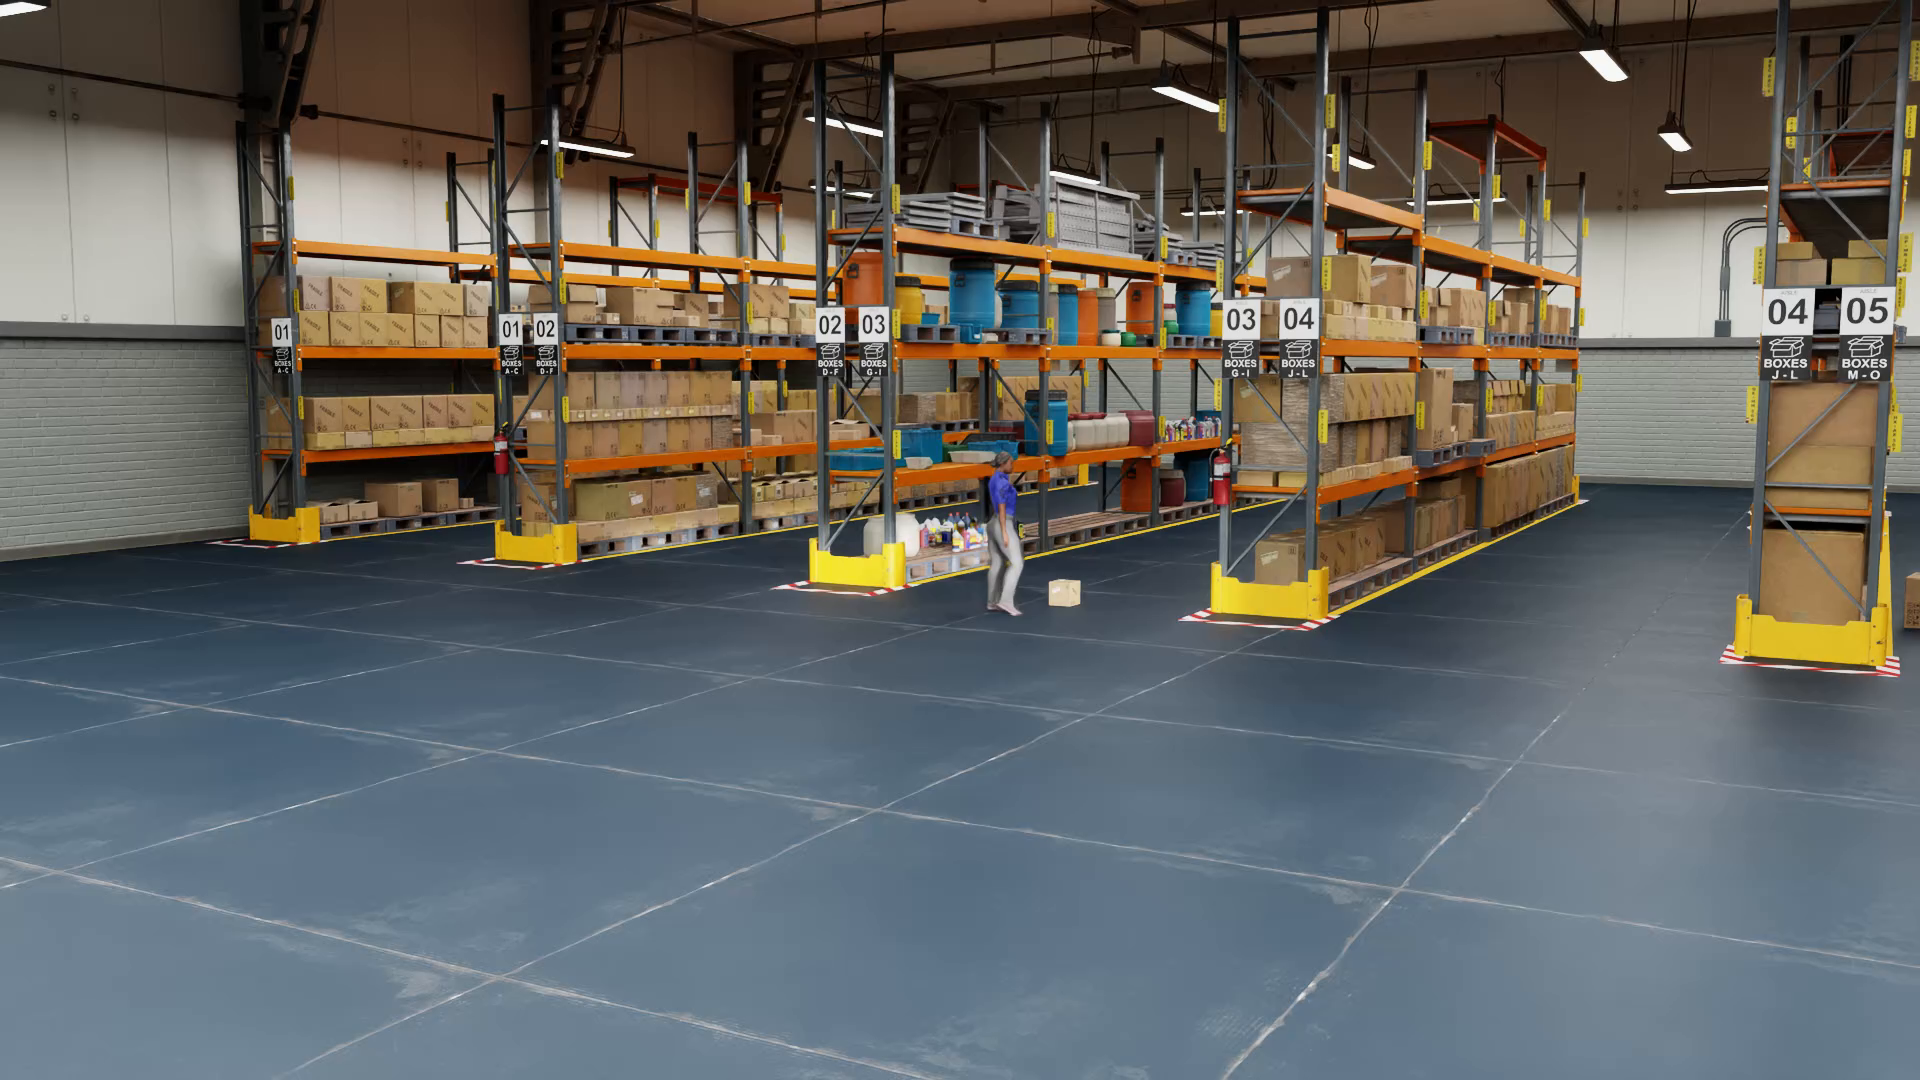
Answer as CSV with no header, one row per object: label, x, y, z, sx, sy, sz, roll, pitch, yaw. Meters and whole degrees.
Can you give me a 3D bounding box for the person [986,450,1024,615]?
person,0.463,-0.068,17.138,0.344,1.703,0.555,-1,6,-13
